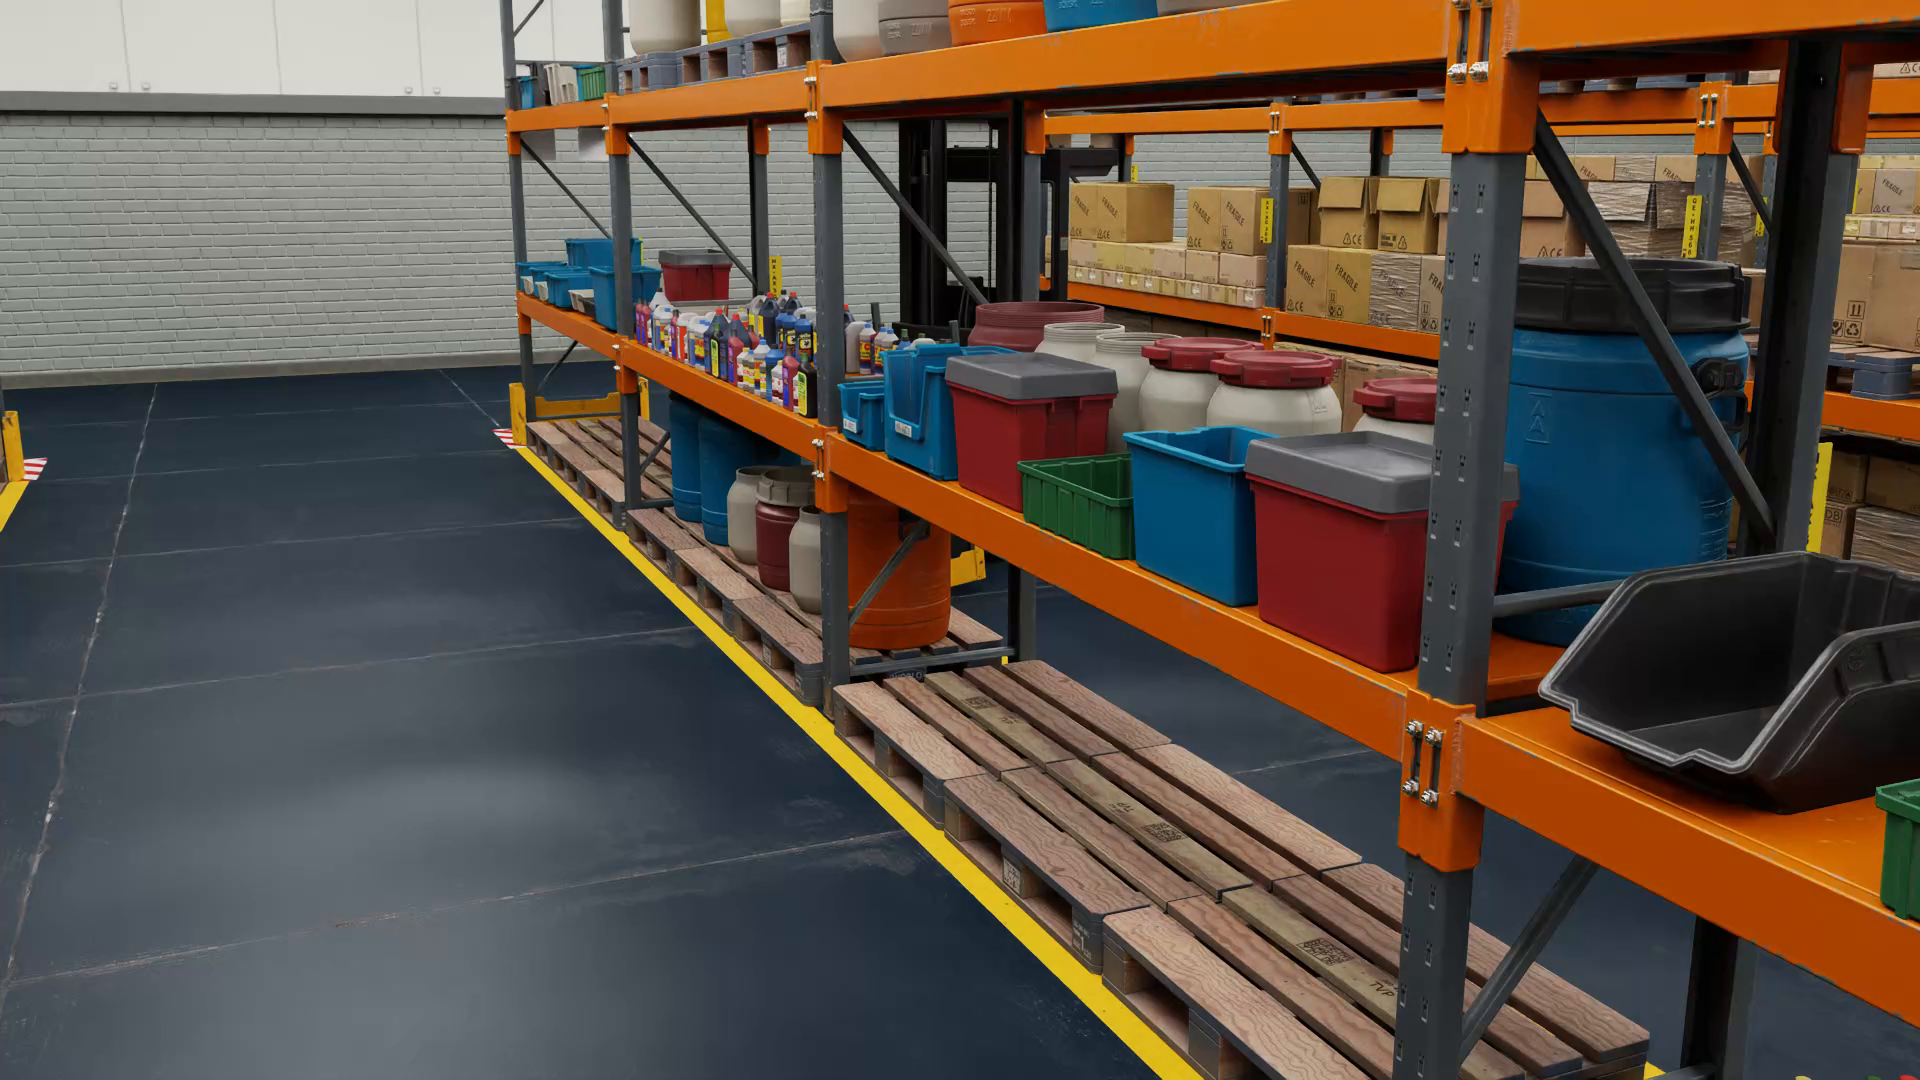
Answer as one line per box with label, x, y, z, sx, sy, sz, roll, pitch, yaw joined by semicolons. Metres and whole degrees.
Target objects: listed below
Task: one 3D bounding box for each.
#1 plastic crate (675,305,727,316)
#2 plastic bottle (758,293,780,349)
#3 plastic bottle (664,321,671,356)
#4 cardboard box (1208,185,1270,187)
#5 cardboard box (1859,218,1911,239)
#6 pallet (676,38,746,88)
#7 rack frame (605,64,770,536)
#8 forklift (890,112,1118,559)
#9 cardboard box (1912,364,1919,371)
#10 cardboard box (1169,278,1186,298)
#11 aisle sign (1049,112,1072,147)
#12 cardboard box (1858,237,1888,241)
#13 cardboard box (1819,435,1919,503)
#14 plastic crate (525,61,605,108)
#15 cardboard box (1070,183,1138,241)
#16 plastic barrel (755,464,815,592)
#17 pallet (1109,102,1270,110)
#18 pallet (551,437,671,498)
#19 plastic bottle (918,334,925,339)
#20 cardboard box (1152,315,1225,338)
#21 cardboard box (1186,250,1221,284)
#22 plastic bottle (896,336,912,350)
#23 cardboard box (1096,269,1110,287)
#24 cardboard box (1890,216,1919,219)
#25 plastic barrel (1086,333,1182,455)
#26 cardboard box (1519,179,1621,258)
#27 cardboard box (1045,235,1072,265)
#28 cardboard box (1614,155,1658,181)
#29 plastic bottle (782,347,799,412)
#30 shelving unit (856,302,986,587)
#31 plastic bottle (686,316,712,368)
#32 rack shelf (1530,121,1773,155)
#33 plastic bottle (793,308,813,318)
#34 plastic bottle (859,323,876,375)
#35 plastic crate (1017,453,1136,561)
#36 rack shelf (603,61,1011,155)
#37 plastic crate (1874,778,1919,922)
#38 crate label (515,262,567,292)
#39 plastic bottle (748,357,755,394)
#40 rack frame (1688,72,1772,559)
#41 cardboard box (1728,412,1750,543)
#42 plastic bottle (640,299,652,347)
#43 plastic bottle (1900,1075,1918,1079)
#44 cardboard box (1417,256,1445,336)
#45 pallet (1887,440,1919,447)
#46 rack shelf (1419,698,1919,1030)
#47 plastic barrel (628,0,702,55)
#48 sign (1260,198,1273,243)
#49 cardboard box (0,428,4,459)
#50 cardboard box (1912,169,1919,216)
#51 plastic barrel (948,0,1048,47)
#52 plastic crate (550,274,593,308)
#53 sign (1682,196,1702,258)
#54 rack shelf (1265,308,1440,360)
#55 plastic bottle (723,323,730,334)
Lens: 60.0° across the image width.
plastic crate;-1.790;-1.544;11.340;0.396;0.136;0.243;-6;14;-23
plastic bottle;-1.124;-1.299;9.937;0.144;0.351;0.185;-6;14;-23
plastic bottle;-1.691;-1.185;9.779;0.097;0.201;0.097;0;13;0
cardboard box;2.444;-2.750;14.110;0.500;0.500;0.500;-6;14;-25
cardboard box;7.441;-2.496;13.307;0.380;0.149;0.250;-6;14;-24
pallet;-0.874;-2.516;8.856;1.003;0.211;1.213;-6;14;-23
rack frame;-1.734;-1.534;10.846;1.000;3.000;0.127;-6;14;-23
forklift;0.347;-1.545;11.044;1.130;2.935;3.031;9;16;33
cardboard box;7.859;-1.369;13.080;0.500;0.250;0.500;-5;14;-21
cardboard box;1.969;-2.105;13.870;0.380;0.149;0.250;-5;14;-22
aisle sign;0.898;-4.062;16.003;0.394;0.787;0.004;-6;14;-23
cardboard box;7.440;-2.352;13.348;0.380;0.149;0.250;-6;14;-25
cardboard box;4.702;-0.381;8.769;0.500;0.250;0.500;-5;14;-21
plastic crate;-2.976;-3.451;12.614;0.504;0.338;0.767;-6;14;-23
cardboard box;1.347;-3.018;15.268;0.500;0.500;0.500;-6;14;-24
plastic barrel;-0.796;-0.070;8.938;0.600;0.588;0.708;-6;14;-23
pallet;2.001;-3.821;14.272;1.003;0.211;1.213;-6;14;-23
pallet;-2.557;-0.576;12.892;1.003;0.211;1.213;-6;14;-23
plastic bottle;-0.206;-0.897;8.351;0.061;0.283;0.133;-6;14;-23
cardboard box;2.252;-1.480;14.395;0.875;0.875;0.875;-6;14;-23
cardboard box;2.177;-2.228;13.515;0.500;0.250;0.500;-5;14;-21
plastic bottle;-0.271;-0.880;8.306;0.097;0.271;0.097;0;13;0
cardboard box;1.455;-2.370;15.016;0.380;0.149;0.250;-6;14;-24
cardboard box;7.939;-2.606;13.785;0.380;0.149;0.250;-6;14;-25
plastic barrel;0.645;-0.482;6.052;0.421;0.512;0.421;0;13;0
cardboard box;3.870;-1.980;10.326;0.797;0.503;0.637;-5;14;-22
cardboard box;1.147;-2.756;15.799;0.500;0.250;0.500;-6;14;-24
cardboard box;6.549;-3.375;15.703;0.500;0.500;0.500;-5;14;-21
plastic bottle;-0.777;-0.744;7.689;0.061;0.283;0.133;-6;14;-23
shelving unit;-0.418;-0.555;9.692;0.587;1.500;1.083;-13;19;-25
plastic bottle;-1.434;-1.104;9.264;0.152;0.276;0.135;-6;14;-23
rack shelf;6.588;-3.933;16.152;1.077;0.370;4.000;-6;14;-23
plastic bottle;-0.932;-1.242;9.858;0.152;0.276;0.135;-6;14;-23
plastic bottle;-0.493;-1.029;8.947;0.097;0.271;0.097;0;13;0
plastic crate;0.514;-0.112;5.173;0.450;0.188;0.662;-6;14;-23
rack shelf;-0.933;-2.232;8.803;1.077;0.370;4.000;-6;14;-23
plastic crate;1.756;0.528;2.406;0.450;0.188;0.662;-6;14;-23
crate label;-3.539;-2.227;14.080;0.416;0.233;0.303;-6;14;-23
plastic bottle;-1.002;-0.830;8.243;0.097;0.201;0.097;0;13;0
rack frame;4.406;-1.155;9.208;1.000;3.000;0.127;-6;14;-23
cardboard box;4.149;-0.469;10.024;1.225;0.875;0.875;-6;14;-26
plastic bottle;-1.925;-1.335;10.246;0.061;0.283;0.133;-6;14;-23
plastic bottle;1.993;1.302;3.491;0.144;0.351;0.185;-6;14;-24
cardboard box;3.373;-1.599;10.905;0.500;0.500;0.500;-5;14;-22
pallet;8.195;-0.637;13.154;1.003;0.211;1.213;-6;14;-23
rack shelf;2.272;0.882;2.000;1.077;0.370;4.000;-6;14;-23
plastic barrel;-1.753;-3.135;9.877;0.433;0.535;0.433;0;13;0
sign;2.296;-2.391;12.454;0.100;0.325;0.005;-6;14;-23
cardboard box;-7.433;-0.820;12.330;0.500;0.500;0.500;-6;14;-23
cardboard box;10.841;-3.799;18.193;0.500;0.500;0.500;-6;14;-23
plastic barrel;0.260;-2.054;5.487;0.600;0.830;0.708;-6;14;-23
plastic crate;-2.892;-1.893;12.636;0.416;0.233;0.300;-6;14;-23
sign;3.899;-1.668;8.858;0.100;0.325;0.005;-6;14;-23
rack shelf;3.605;-1.218;11.075;1.077;0.370;4.000;-6;14;-23
plastic bottle;-1.214;-1.003;8.811;0.061;0.283;0.133;-6;14;-23
